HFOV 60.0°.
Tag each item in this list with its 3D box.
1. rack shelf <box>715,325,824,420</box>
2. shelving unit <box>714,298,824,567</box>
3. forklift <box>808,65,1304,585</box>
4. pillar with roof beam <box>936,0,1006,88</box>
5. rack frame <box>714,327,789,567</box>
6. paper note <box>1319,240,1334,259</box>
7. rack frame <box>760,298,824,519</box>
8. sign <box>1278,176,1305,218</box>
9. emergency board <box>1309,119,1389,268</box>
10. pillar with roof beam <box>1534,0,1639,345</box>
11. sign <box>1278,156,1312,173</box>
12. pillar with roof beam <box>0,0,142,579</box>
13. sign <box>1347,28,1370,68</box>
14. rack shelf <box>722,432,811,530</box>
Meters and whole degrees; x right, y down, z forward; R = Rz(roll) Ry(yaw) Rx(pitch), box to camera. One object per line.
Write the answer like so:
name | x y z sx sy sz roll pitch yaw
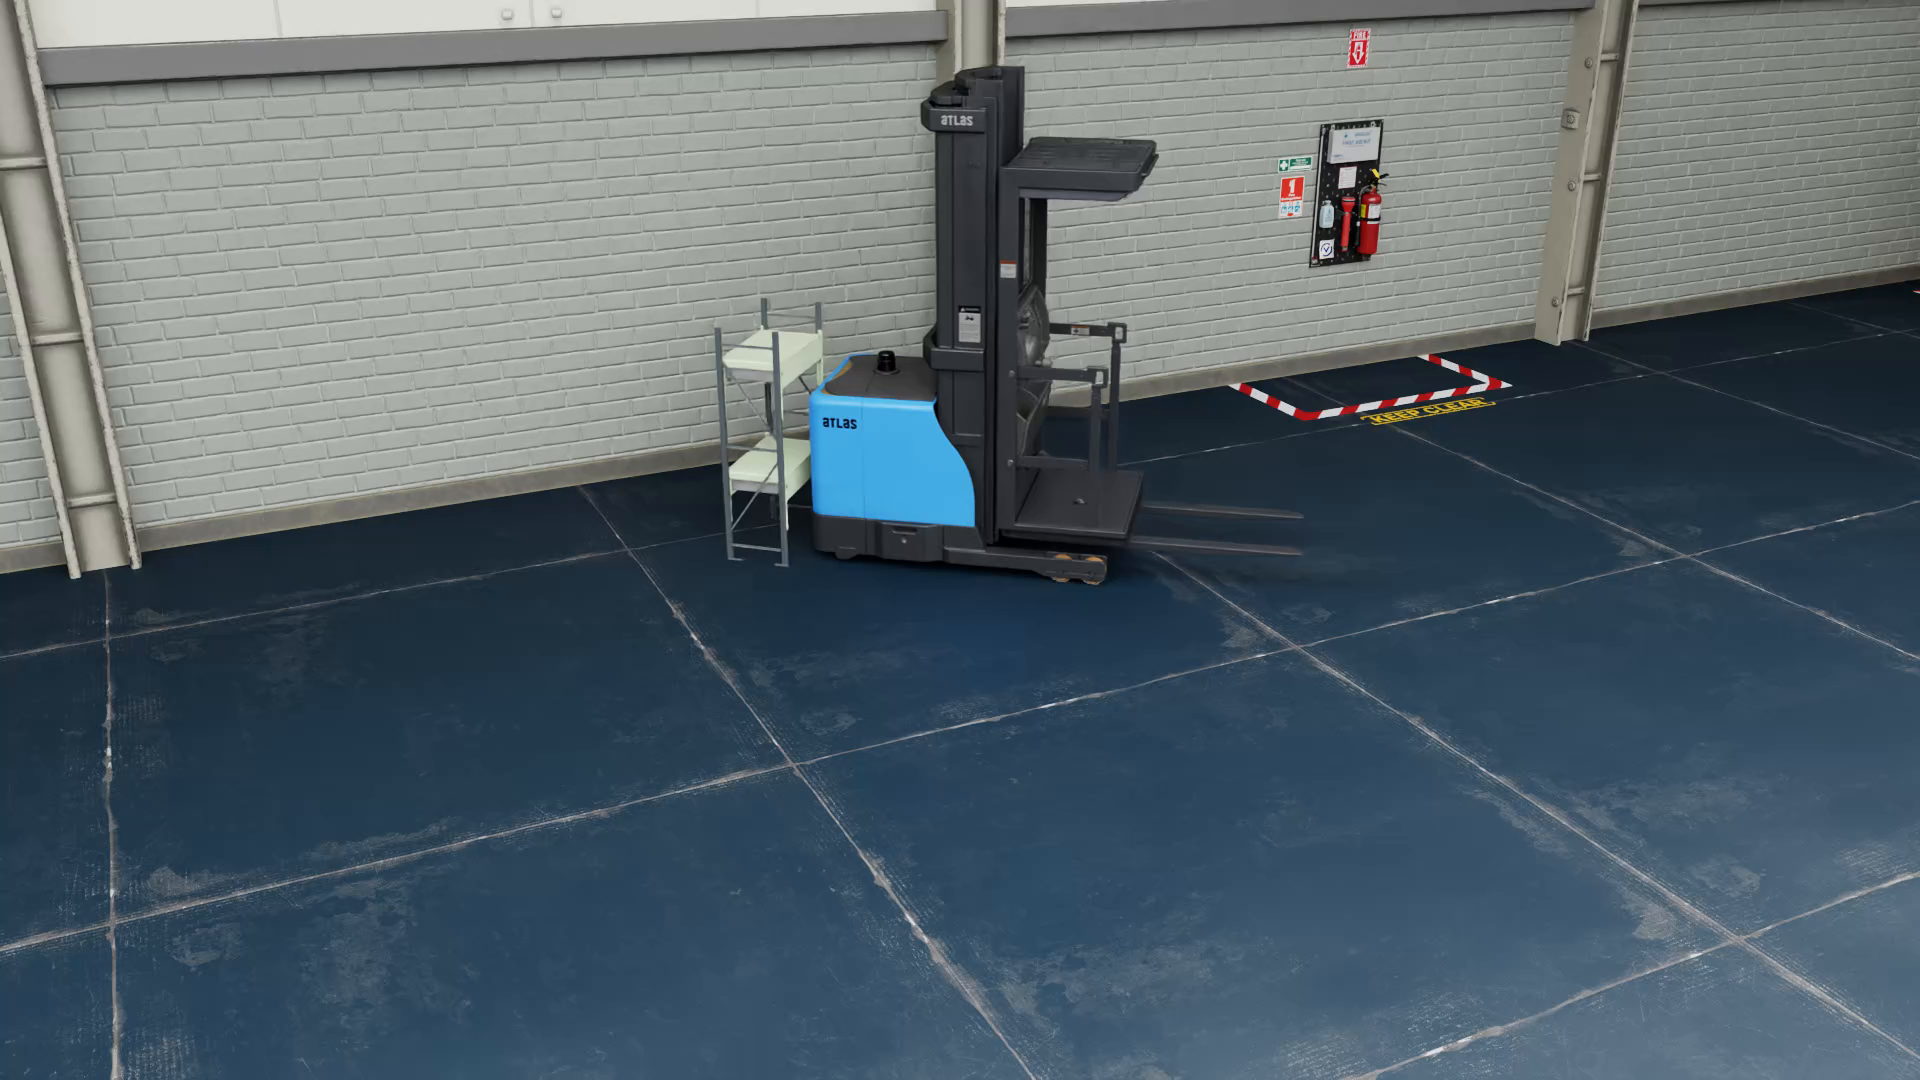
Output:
rack shelf | -1.166 -1.045 10.294 0.431 0.370 0.720 6 23 14
shelving unit | -1.166 -0.685 10.444 0.431 1.500 0.755 6 23 14
forklift | 0.634 -1.304 10.069 3.031 2.935 1.130 4 23 11
pillar with roof beam | 1.942 -3.517 7.482 0.400 9.000 9.100 -10 25 -24
rack frame | -1.265 -0.550 10.118 0.400 1.500 0.023 6 23 14
paper note | 3.049 -2.415 13.814 0.142 0.148 0.016 -10 25 -24
rack frame | -1.068 -0.820 10.769 0.400 1.500 0.023 6 23 14
sign | 2.695 -2.788 13.517 0.234 0.329 0.001 -10 25 -24
emergency board | 3.238 -2.828 13.659 0.643 1.169 0.194 -10 25 -24
pillar with roof beam | 7.349 -4.513 9.886 0.400 9.000 9.100 -10 25 -24
sign | 2.703 -3.031 13.410 0.331 0.109 0.001 -10 25 -24
pillar with roof beam | -3.464 -2.522 5.077 0.400 9.000 9.100 -10 25 -24
sign | 3.188 -3.932 13.296 0.199 0.298 0.001 -10 25 -24
rack shelf | -1.166 -0.384 10.568 0.431 0.370 0.720 6 23 14
